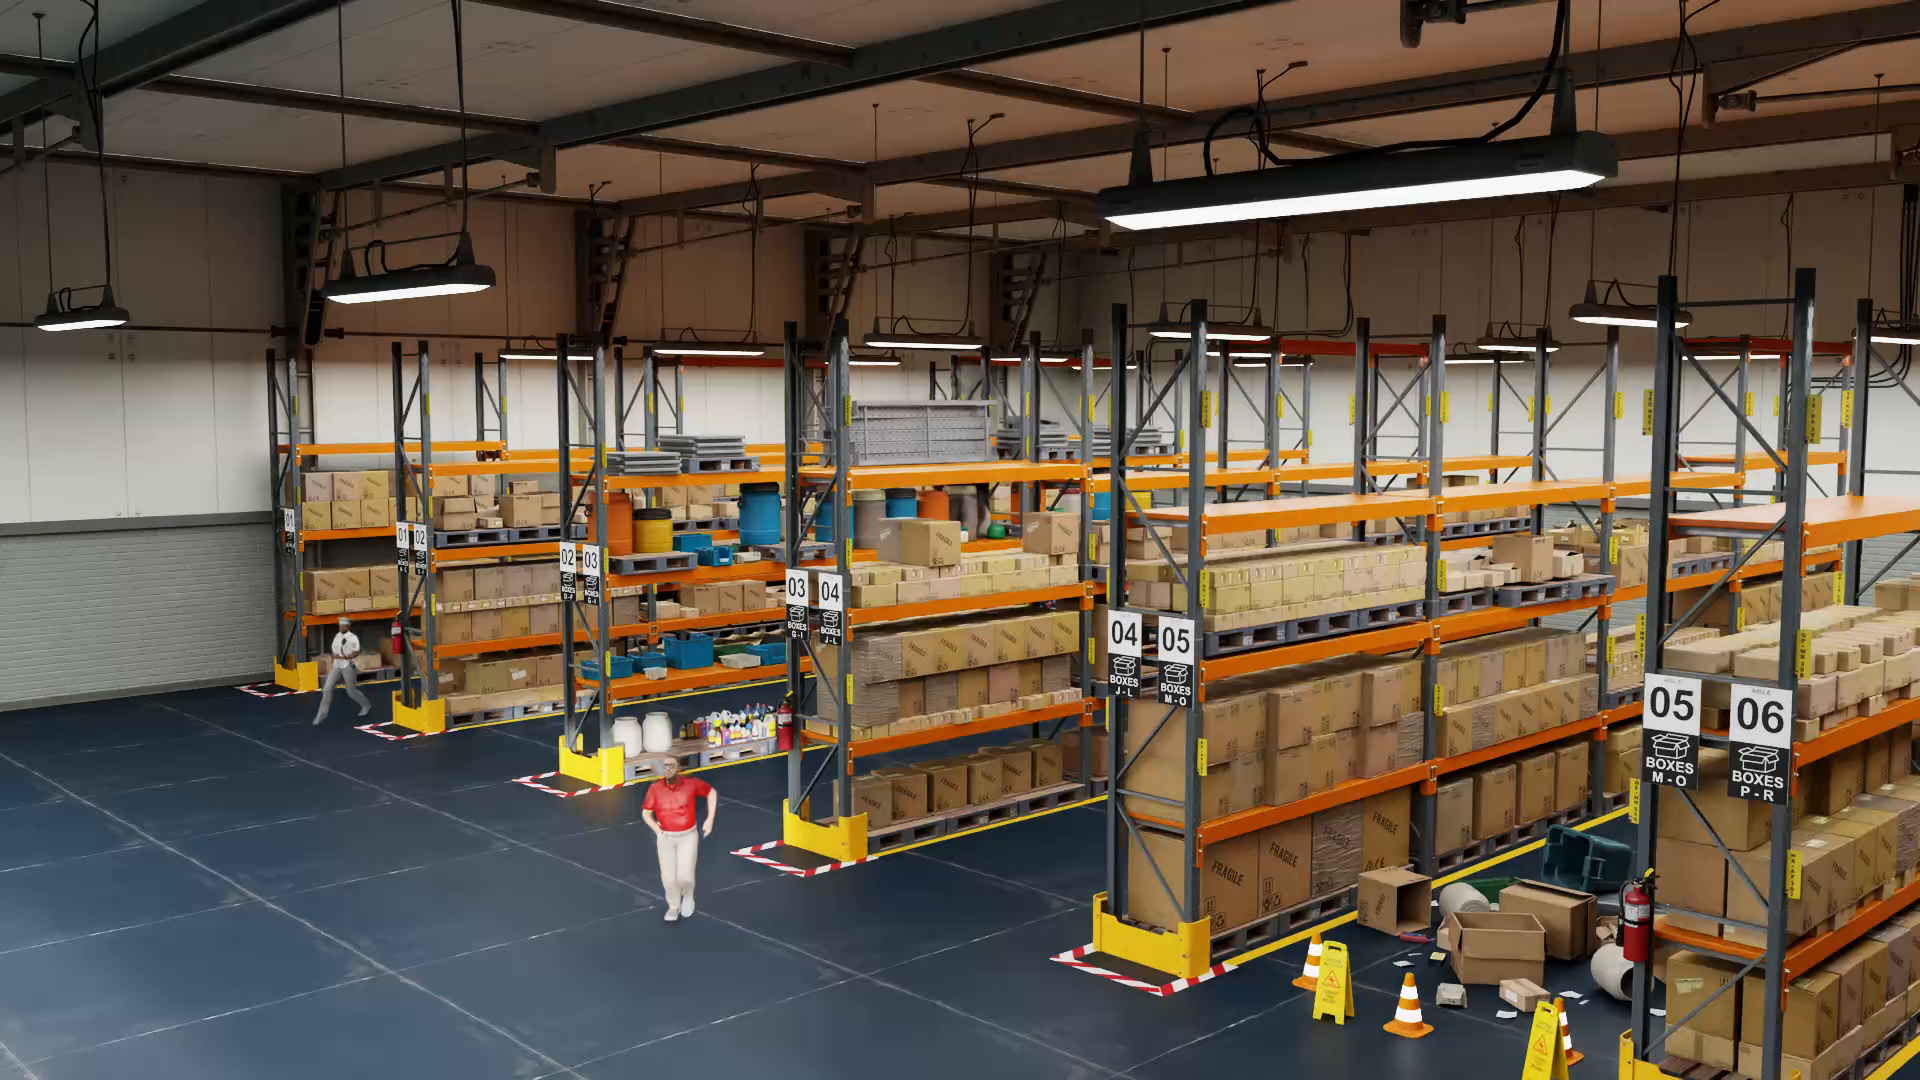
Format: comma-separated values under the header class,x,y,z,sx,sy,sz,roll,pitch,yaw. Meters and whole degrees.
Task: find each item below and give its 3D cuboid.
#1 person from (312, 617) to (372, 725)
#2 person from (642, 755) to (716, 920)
class,x,y,z,sx,sy,sz,roll,pitch,yaw
person,-9.764,2.048,26.388,0.592,1.692,0.924,2,5,26
person,-2.745,2.919,16.169,0.687,1.681,0.769,0,5,2
